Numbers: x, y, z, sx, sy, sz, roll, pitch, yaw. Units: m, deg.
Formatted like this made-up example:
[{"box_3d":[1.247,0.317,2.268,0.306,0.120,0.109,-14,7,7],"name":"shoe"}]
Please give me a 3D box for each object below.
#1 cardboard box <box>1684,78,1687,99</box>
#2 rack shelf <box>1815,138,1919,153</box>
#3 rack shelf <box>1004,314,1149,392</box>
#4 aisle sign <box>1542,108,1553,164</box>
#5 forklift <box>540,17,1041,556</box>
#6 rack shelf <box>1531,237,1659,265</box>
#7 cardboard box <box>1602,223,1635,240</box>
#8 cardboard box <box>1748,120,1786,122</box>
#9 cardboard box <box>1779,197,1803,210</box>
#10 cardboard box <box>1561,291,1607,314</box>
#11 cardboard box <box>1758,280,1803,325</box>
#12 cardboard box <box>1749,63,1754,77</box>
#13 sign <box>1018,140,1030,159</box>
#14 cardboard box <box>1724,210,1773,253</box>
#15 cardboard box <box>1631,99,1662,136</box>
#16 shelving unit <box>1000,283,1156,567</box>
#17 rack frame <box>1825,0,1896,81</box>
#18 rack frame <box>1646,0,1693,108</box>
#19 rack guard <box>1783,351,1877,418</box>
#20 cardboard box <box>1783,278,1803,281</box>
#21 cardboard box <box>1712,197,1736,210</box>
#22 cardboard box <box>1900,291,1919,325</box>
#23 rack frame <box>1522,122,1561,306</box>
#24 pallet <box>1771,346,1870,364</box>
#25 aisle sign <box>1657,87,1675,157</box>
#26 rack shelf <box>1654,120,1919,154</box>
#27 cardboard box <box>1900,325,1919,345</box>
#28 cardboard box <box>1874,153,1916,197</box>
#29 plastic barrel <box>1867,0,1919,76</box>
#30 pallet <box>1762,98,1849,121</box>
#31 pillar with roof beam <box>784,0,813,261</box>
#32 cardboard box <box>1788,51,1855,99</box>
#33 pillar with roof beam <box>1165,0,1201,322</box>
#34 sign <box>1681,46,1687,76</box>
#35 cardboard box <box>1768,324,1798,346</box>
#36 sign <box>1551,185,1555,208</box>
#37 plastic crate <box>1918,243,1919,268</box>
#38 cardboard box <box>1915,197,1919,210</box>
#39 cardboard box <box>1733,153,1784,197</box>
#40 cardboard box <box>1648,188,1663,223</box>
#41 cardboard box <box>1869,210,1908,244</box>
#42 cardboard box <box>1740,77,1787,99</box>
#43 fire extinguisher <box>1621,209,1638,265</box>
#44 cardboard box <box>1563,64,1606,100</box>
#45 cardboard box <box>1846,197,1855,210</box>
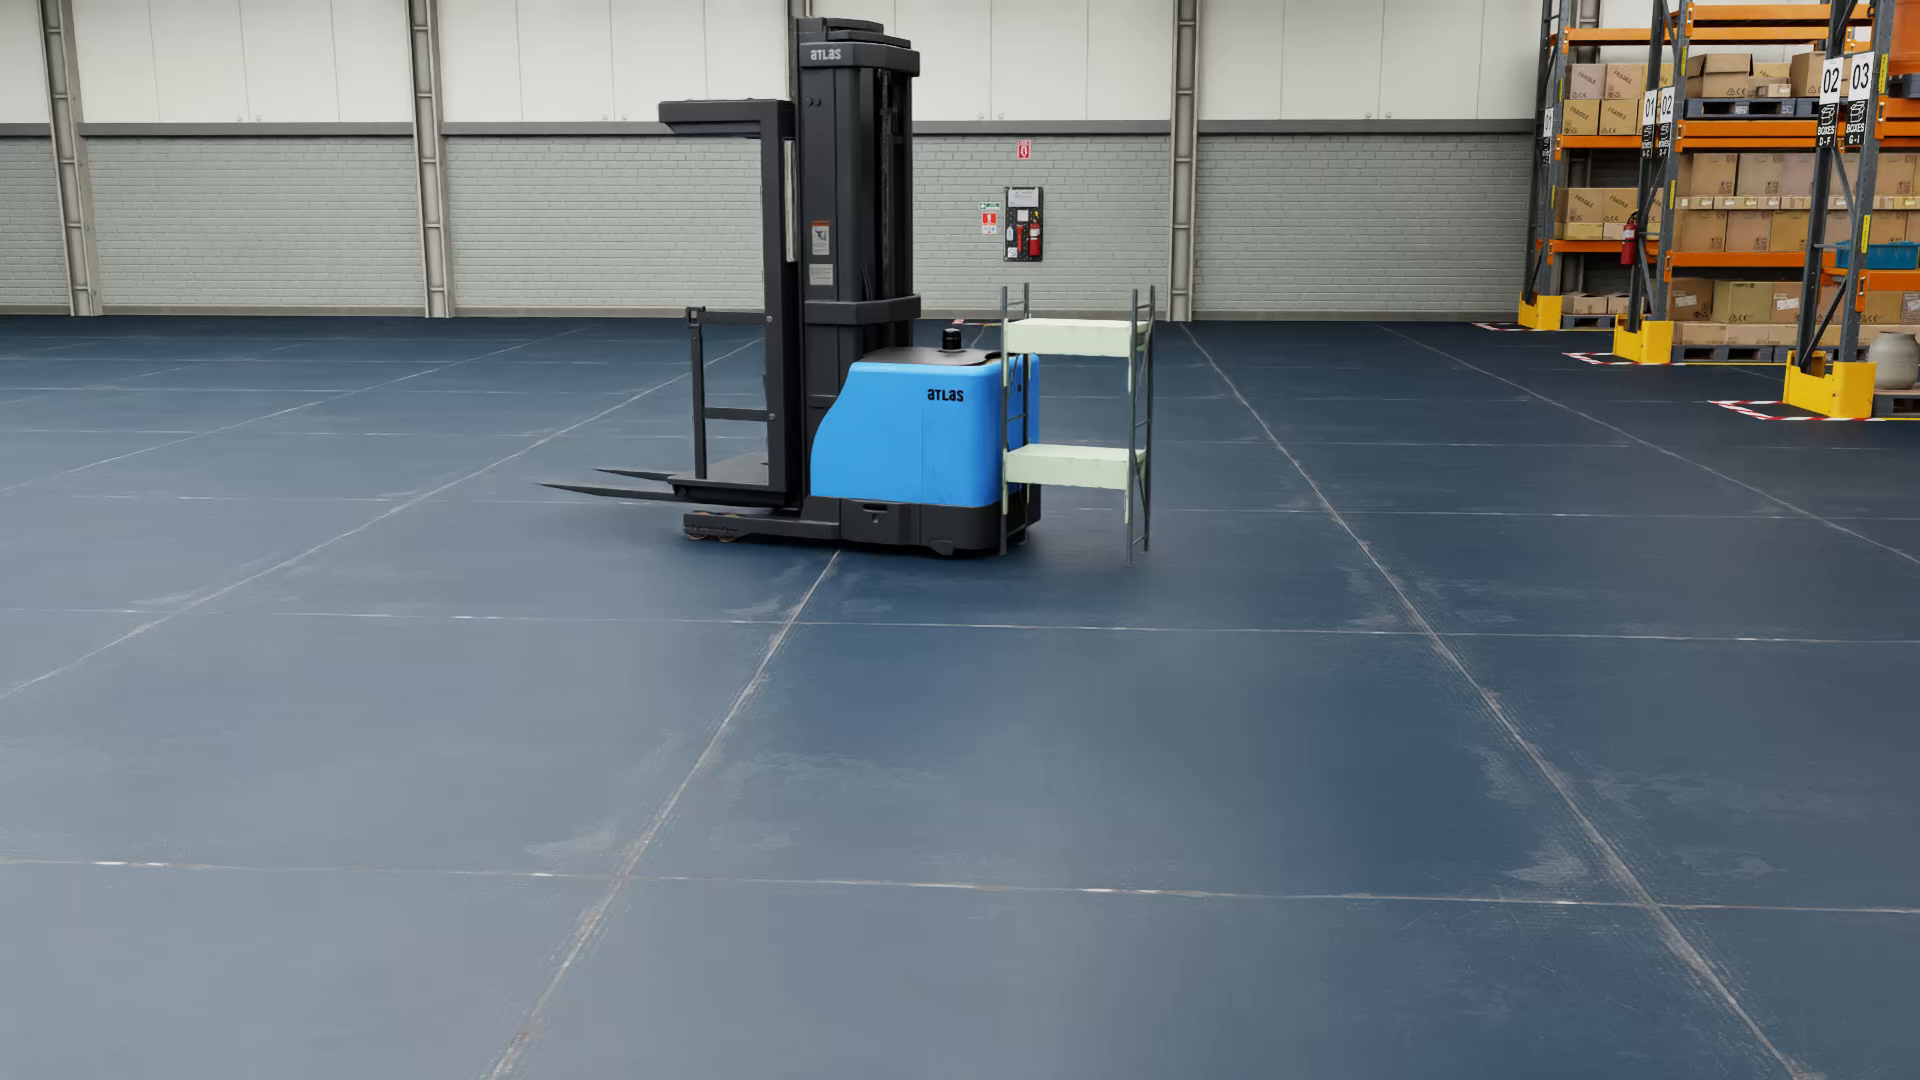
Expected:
[{"box_3d":[10.688,-6.744,24.620,0.500,0.500,0.500,1,12,4],"name":"cardboard box"},{"box_3d":[14.690,-5.739,24.308,4.000,0.370,1.077,1,12,4],"name":"rack shelf"},{"box_3d":[0.650,-1.036,9.154,0.720,0.370,0.431,5,13,21],"name":"rack shelf"},{"box_3d":[8.612,-5.917,24.379,0.004,0.787,0.394,1,12,4],"name":"aisle sign"},{"box_3d":[-1.085,-1.516,9.856,3.031,2.935,1.130,5,13,21],"name":"forklift"},{"box_3d":[10.699,-4.325,24.877,4.000,0.370,1.077,1,12,4],"name":"rack shelf"},{"box_3d":[9.688,-4.565,24.585,0.500,0.250,0.500,0,12,2],"name":"cardboard box"},{"box_3d":[11.670,-6.143,24.190,0.500,0.500,0.500,0,12,-1],"name":"cardboard box"},{"box_3d":[9.783,-3.996,19.717,0.250,0.149,0.380,0,12,2],"name":"cardboard box"},{"box_3d":[9.388,-3.576,25.031,0.500,0.311,0.500,-1,12,-3],"name":"cardboard box"},{"box_3d":[9.895,-2.856,19.954,0.500,0.500,0.500,1,12,4],"name":"cardboard box"},{"box_3d":[11.107,-6.628,24.068,0.500,0.500,0.500,0,12,2],"name":"cardboard box"},{"box_3d":[1.008,-6.151,26.184,0.199,0.298,0.001,1,12,4],"name":"sign"},{"box_3d":[9.365,-3.727,20.013,0.500,0.500,0.700,1,12,5],"name":"cardboard box"},{"box_3d":[10.072,-6.155,24.248,0.500,0.500,0.500,1,12,6],"name":"cardboard box"},{"box_3d":[0.650,-0.654,9.233,0.755,1.500,0.431,5,13,21],"name":"shelving unit"},{"box_3d":[8.041,-5.617,14.644,0.127,3.000,1.000,1,12,4],"name":"rack frame"},{"box_3d":[8.376,-6.629,19.481,0.127,3.000,1.000,1,12,4],"name":"rack frame"},{"box_3d":[8.120,-1.466,15.555,0.348,0.500,1.175,1,12,4],"name":"rack guard"},{"box_3d":[10.429,-2.955,20.428,0.500,0.500,0.500,1,12,4],"name":"cardboard box"},{"box_3d":[9.017,-4.007,19.768,0.250,0.149,0.380,0,12,2],"name":"cardboard box"},{"box_3d":[11.392,-2.836,19.857,0.500,0.500,0.500,1,12,4],"name":"cardboard box"},{"box_3d":[8.703,-4.705,24.934,0.127,3.000,1.000,1,12,4],"name":"rack frame"},{"box_3d":[10.356,-2.309,20.289,1.213,0.211,1.003,1,12,4],"name":"pallet"},{"box_3d":[8.290,-4.904,19.535,0.004,0.787,0.394,1,12,4],"name":"aisle sign"},{"box_3d":[10.372,-4.782,19.731,4.000,0.370,1.077,1,12,4],"name":"rack shelf"},{"box_3d":[11.392,-2.468,19.932,0.500,0.250,0.500,1,12,4],"name":"cardboard box"},{"box_3d":[10.920,-4.340,19.779,0.500,0.500,0.700,1,12,4],"name":"cardboard box"},{"box_3d":[8.535,-4.584,14.956,0.708,0.830,0.600,1,12,4],"name":"plastic barrel"},{"box_3d":[10.300,-5.087,19.649,1.213,0.211,1.003,1,12,4],"name":"pallet"},{"box_3d":[-2.801,-7.093,21.699,0.400,9.000,9.100,1,12,4],"name":"pillar with roof beam"},{"box_3d":[10.015,-5.405,19.345,0.500,0.500,0.500,1,12,4],"name":"cardboard box"},{"box_3d":[3.185,-7.011,21.306,0.400,9.000,9.100,1,12,4],"name":"pillar with roof beam"},{"box_3d":[8.333,-5.514,19.149,0.005,0.325,0.100,1,12,4],"name":"sign"},{"box_3d":[9.894,-2.487,20.019,0.500,0.250,0.500,1,12,4],"name":"cardboard box"},{"box_3d":[8.667,-5.018,24.315,0.005,0.325,0.100,1,12,4],"name":"sign"},{"box_3d":[9.208,-2.652,15.485,0.408,0.251,0.499,1,12,4],"name":"plastic crate"},{"box_3d":[11.311,-3.975,19.615,0.250,0.149,0.380,1,12,4],"name":"cardboard box"},{"box_3d":[9.419,-4.361,19.877,0.500,0.500,0.700,0,12,2],"name":"cardboard box"},{"box_3d":[10.167,-4.923,24.463,0.500,0.500,0.500,0,12,2],"name":"cardboard box"},{"box_3d":[10.897,-3.705,19.911,0.500,0.500,0.700,1,12,5],"name":"cardboard box"},{"box_3d":[9.543,-5.400,19.929,0.500,0.250,0.500,1,12,4],"name":"cardboard box"},{"box_3d":[8.289,-3.751,20.565,0.183,0.674,0.296,1,12,4],"name":"fire extinguisher"},{"box_3d":[9.072,-6.666,24.250,0.500,0.500,0.500,0,12,0],"name":"cardboard box"},{"box_3d":[10.549,-3.985,19.665,0.250,0.149,0.380,1,12,6],"name":"cardboard box"}]
